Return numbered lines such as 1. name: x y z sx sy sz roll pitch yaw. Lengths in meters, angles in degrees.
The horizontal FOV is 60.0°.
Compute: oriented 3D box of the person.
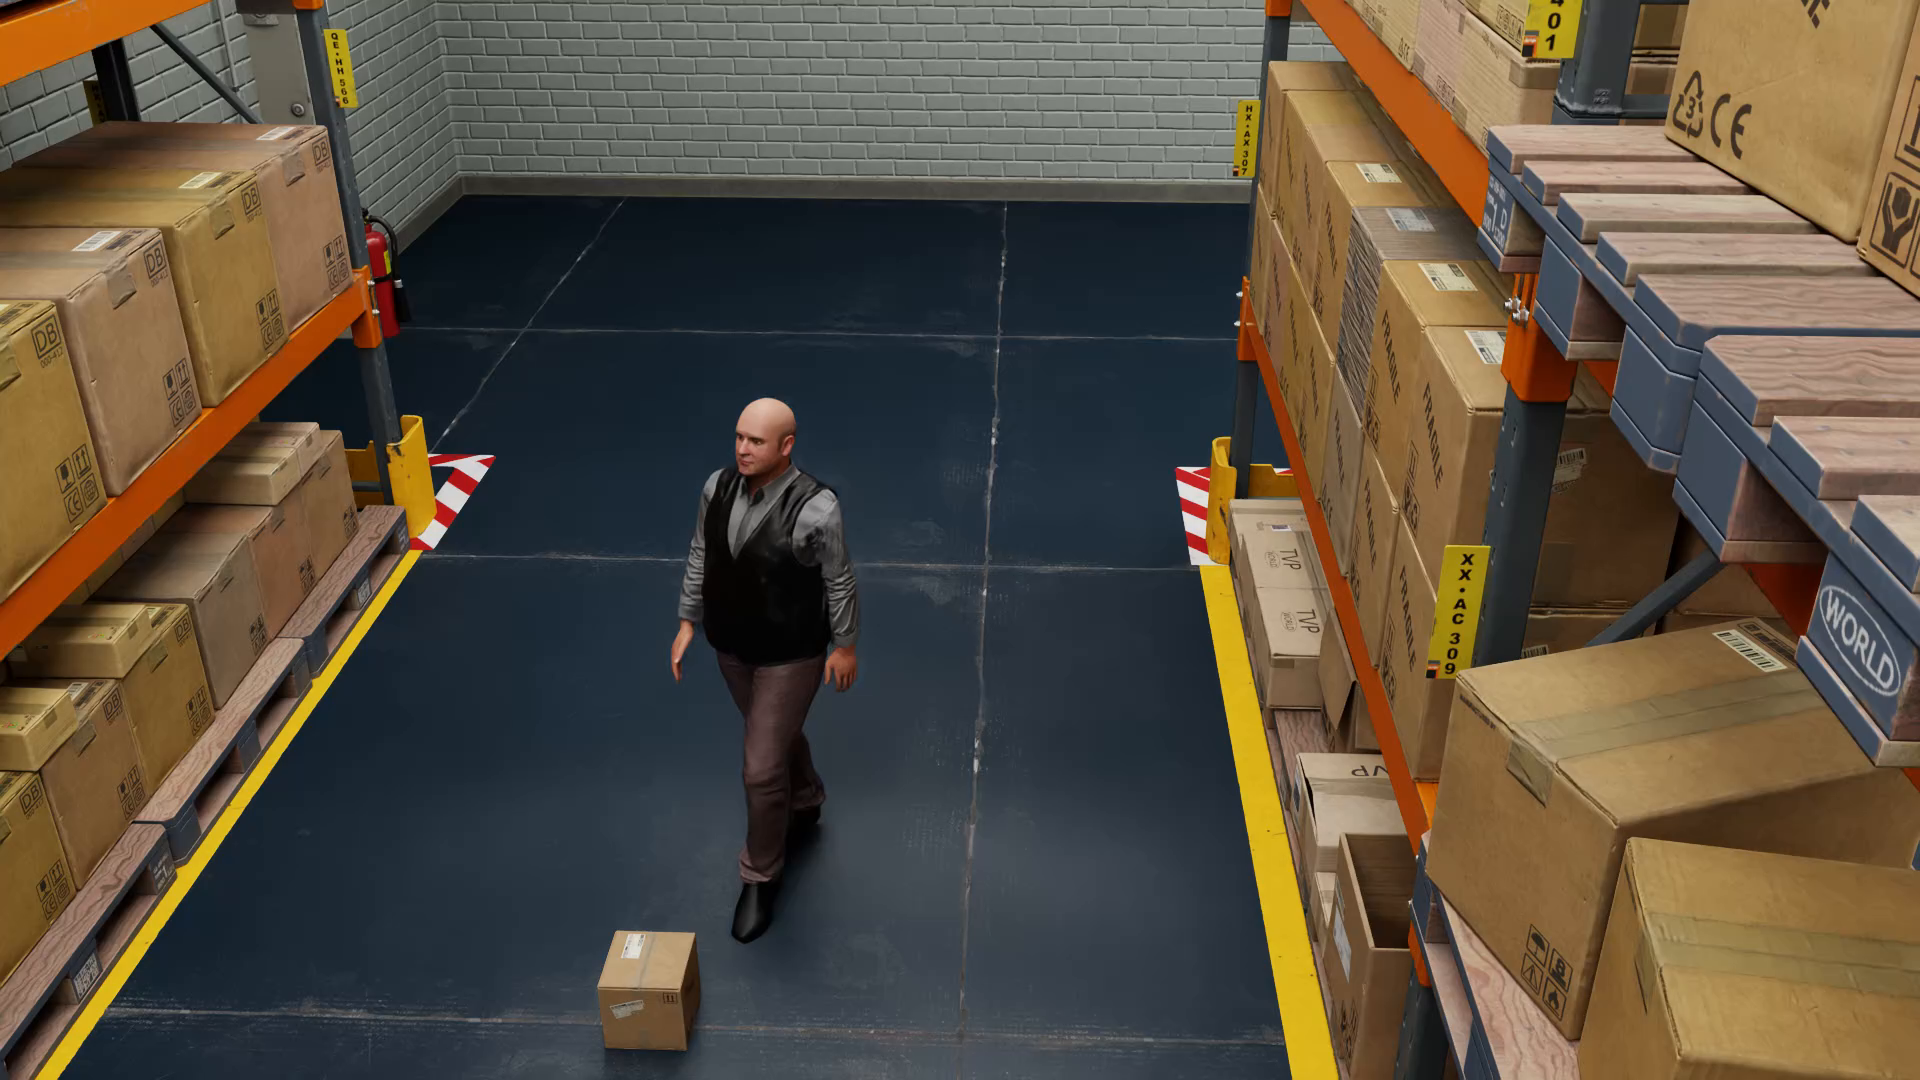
1. person: -0.675 0.386 5.416 0.566 1.745 0.696 18 33 30
